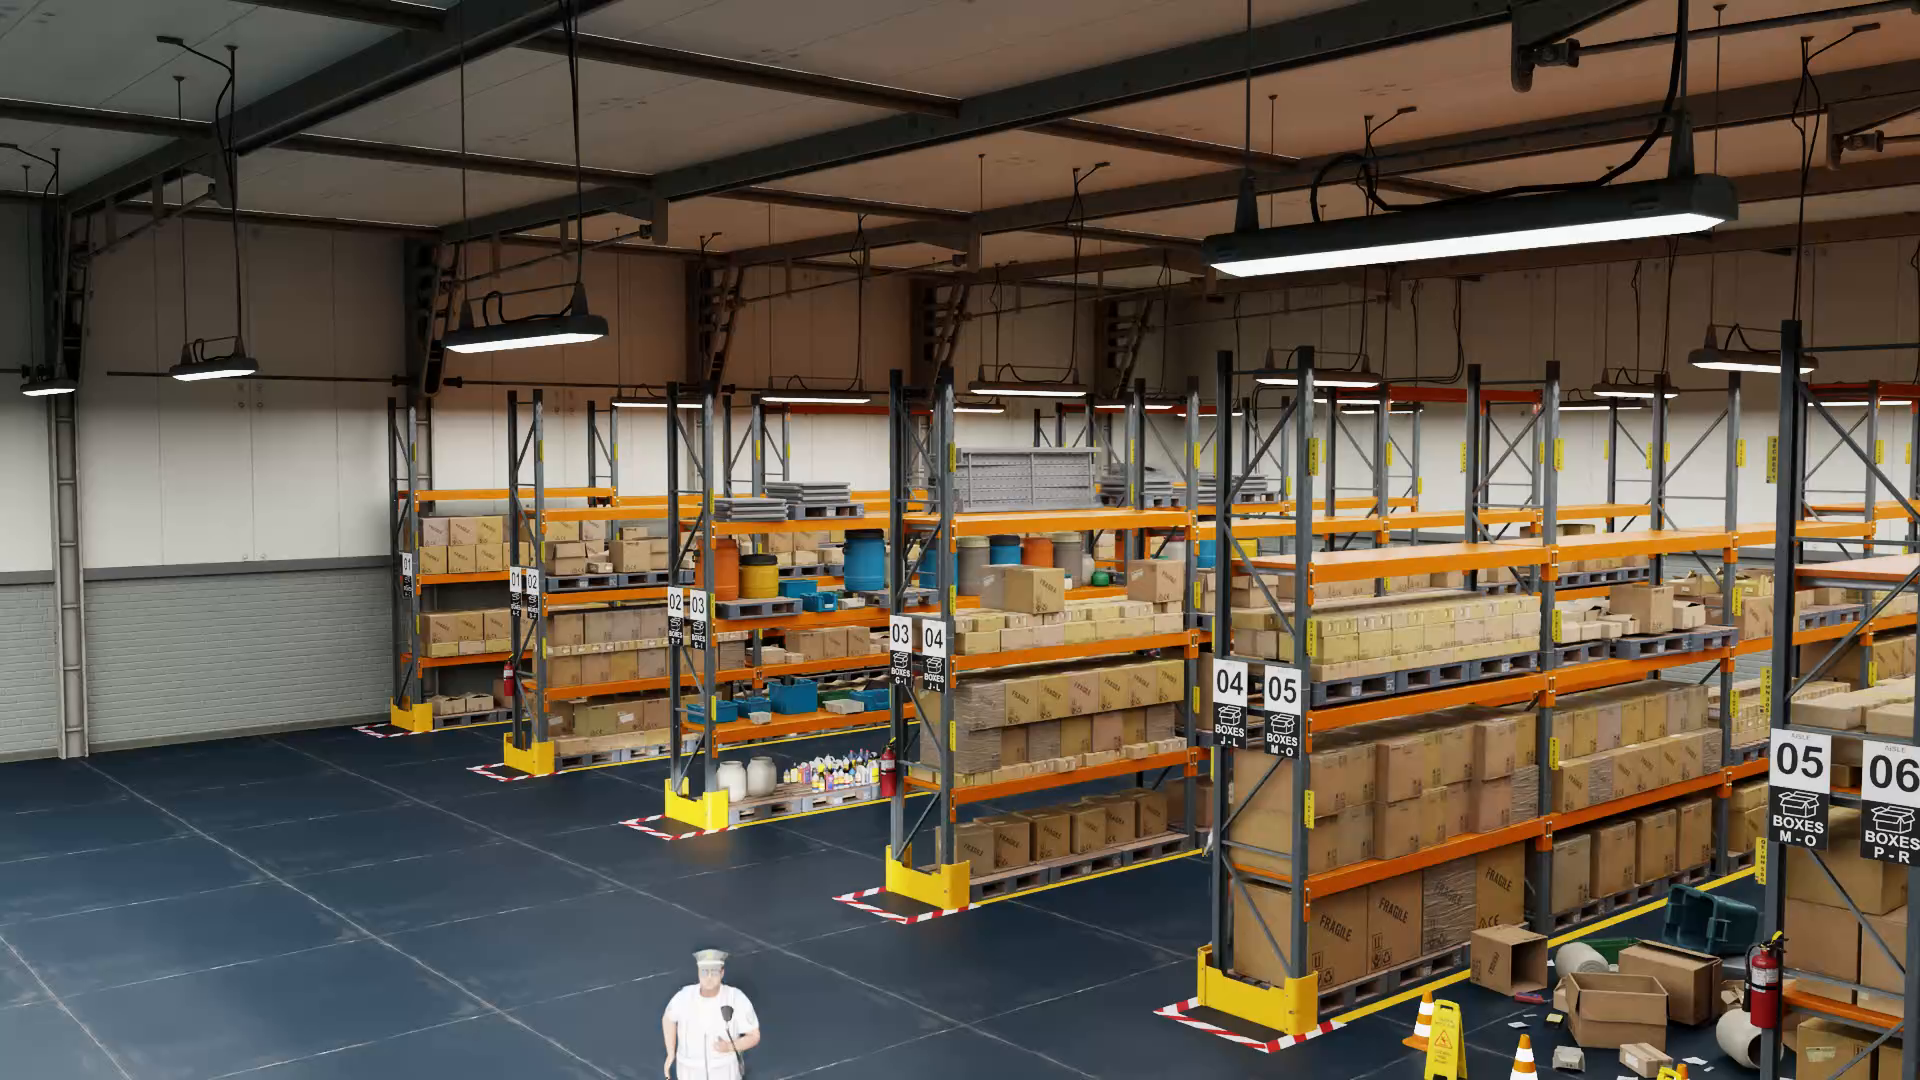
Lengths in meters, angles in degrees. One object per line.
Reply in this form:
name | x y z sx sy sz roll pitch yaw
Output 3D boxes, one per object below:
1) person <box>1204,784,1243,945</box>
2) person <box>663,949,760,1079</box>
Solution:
person | 2.810 3.330 17.145 0.746 1.658 0.624 -3 5 -43
person | -1.671 3.602 11.150 0.663 1.770 0.989 0 3 -6
